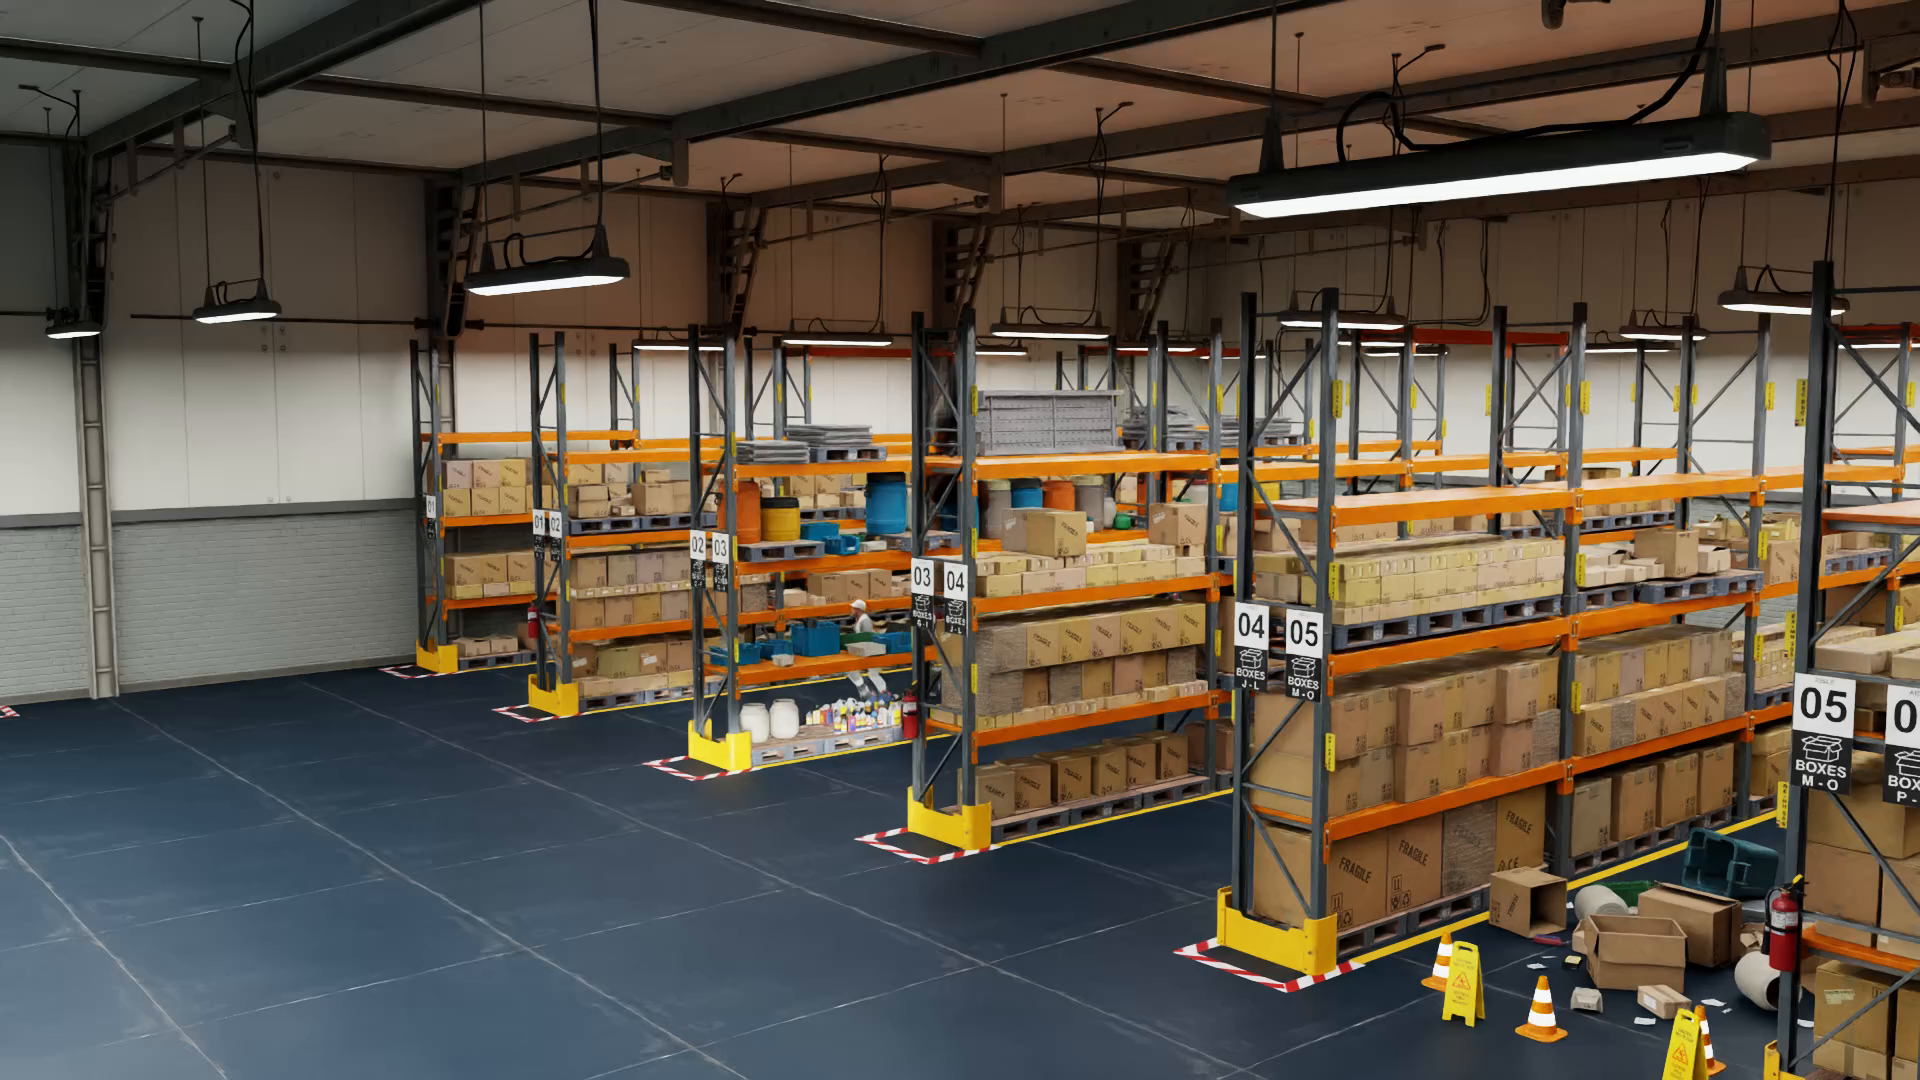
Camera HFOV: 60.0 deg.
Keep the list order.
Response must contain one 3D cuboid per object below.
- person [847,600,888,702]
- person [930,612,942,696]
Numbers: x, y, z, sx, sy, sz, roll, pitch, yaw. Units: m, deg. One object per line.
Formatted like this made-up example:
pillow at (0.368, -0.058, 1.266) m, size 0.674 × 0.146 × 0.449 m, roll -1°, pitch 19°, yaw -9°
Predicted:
person at (-1.501, 1.826, 26.553) m, size 0.844 × 1.767 × 0.621 m, roll -3°, pitch 6°, yaw -28°
person at (-0.511, 1.807, 27.585) m, size 0.638 × 1.633 × 0.579 m, roll -4°, pitch 7°, yaw -36°
